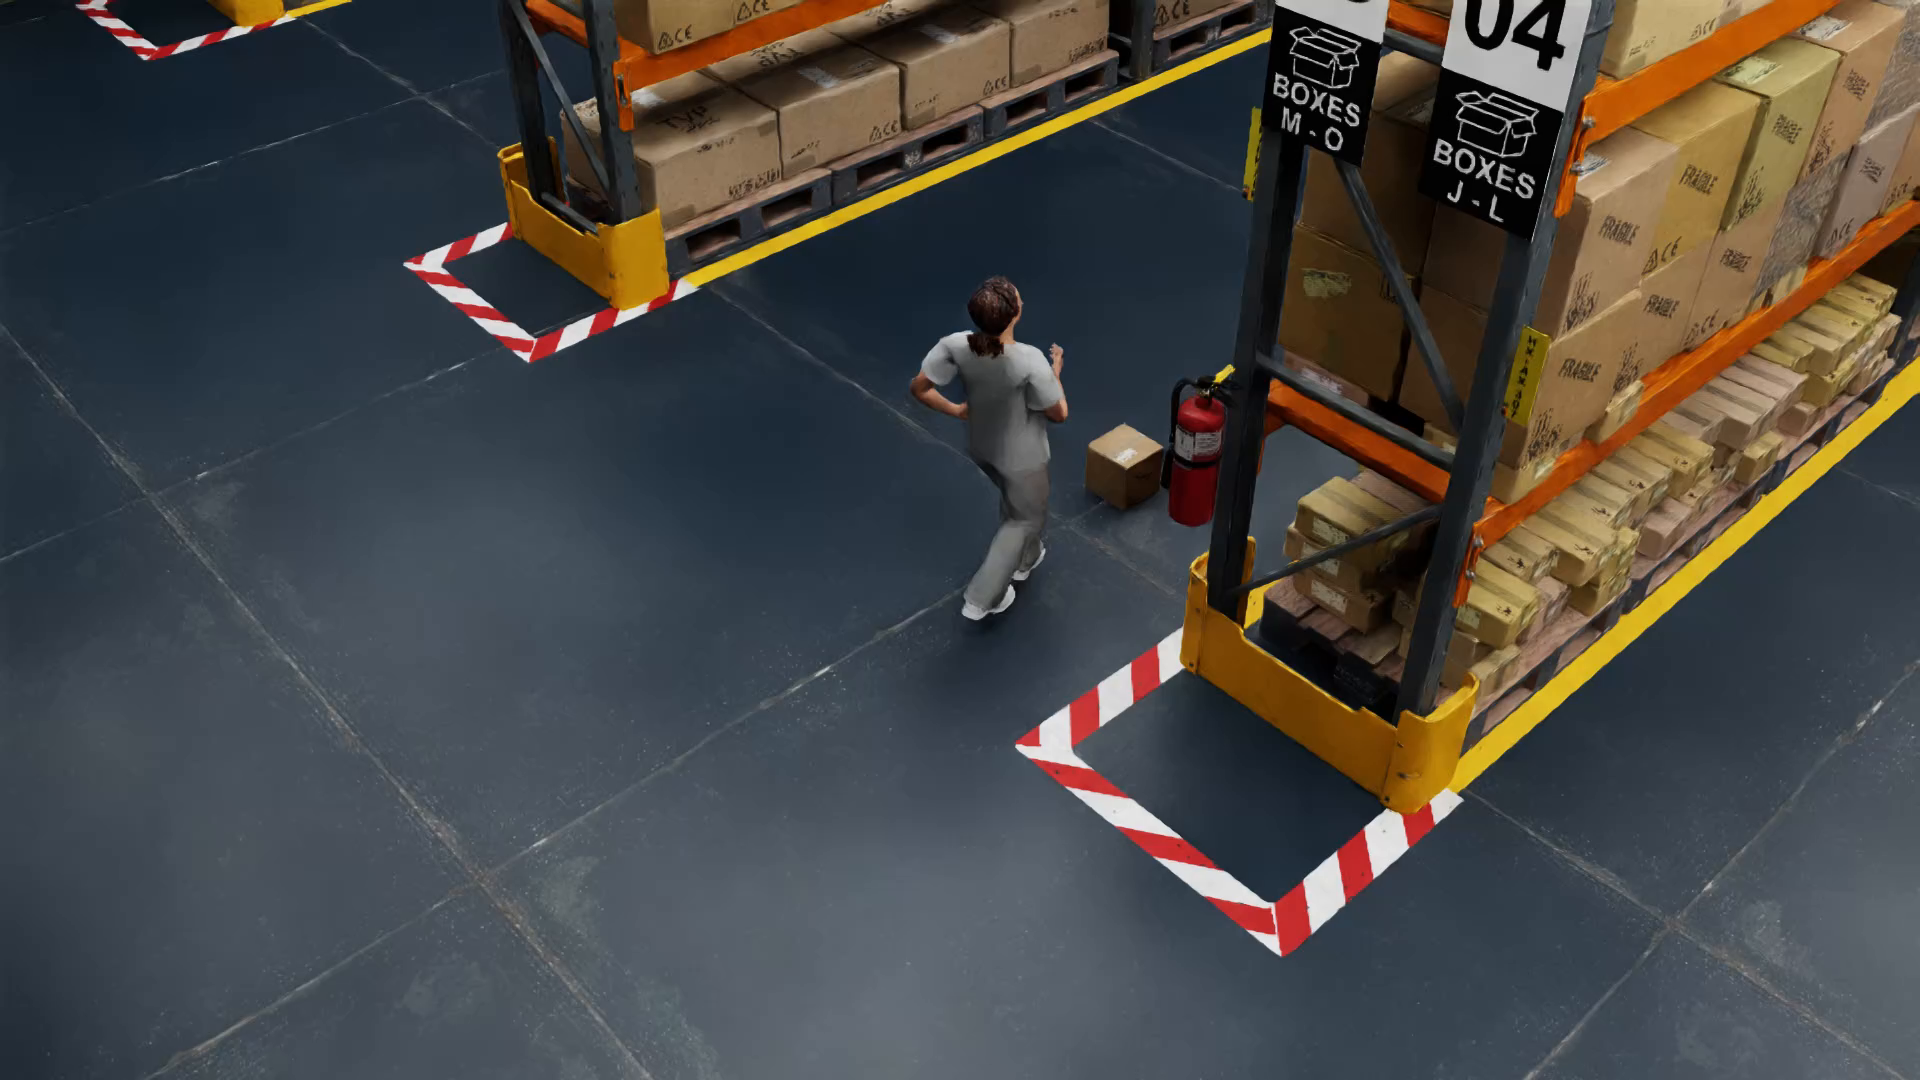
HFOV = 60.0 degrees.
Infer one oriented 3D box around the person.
[{"bbox_3d":[0.223,-0.372,6.645,0.543,1.679,0.701,30,48,31],"label":"person"}]
